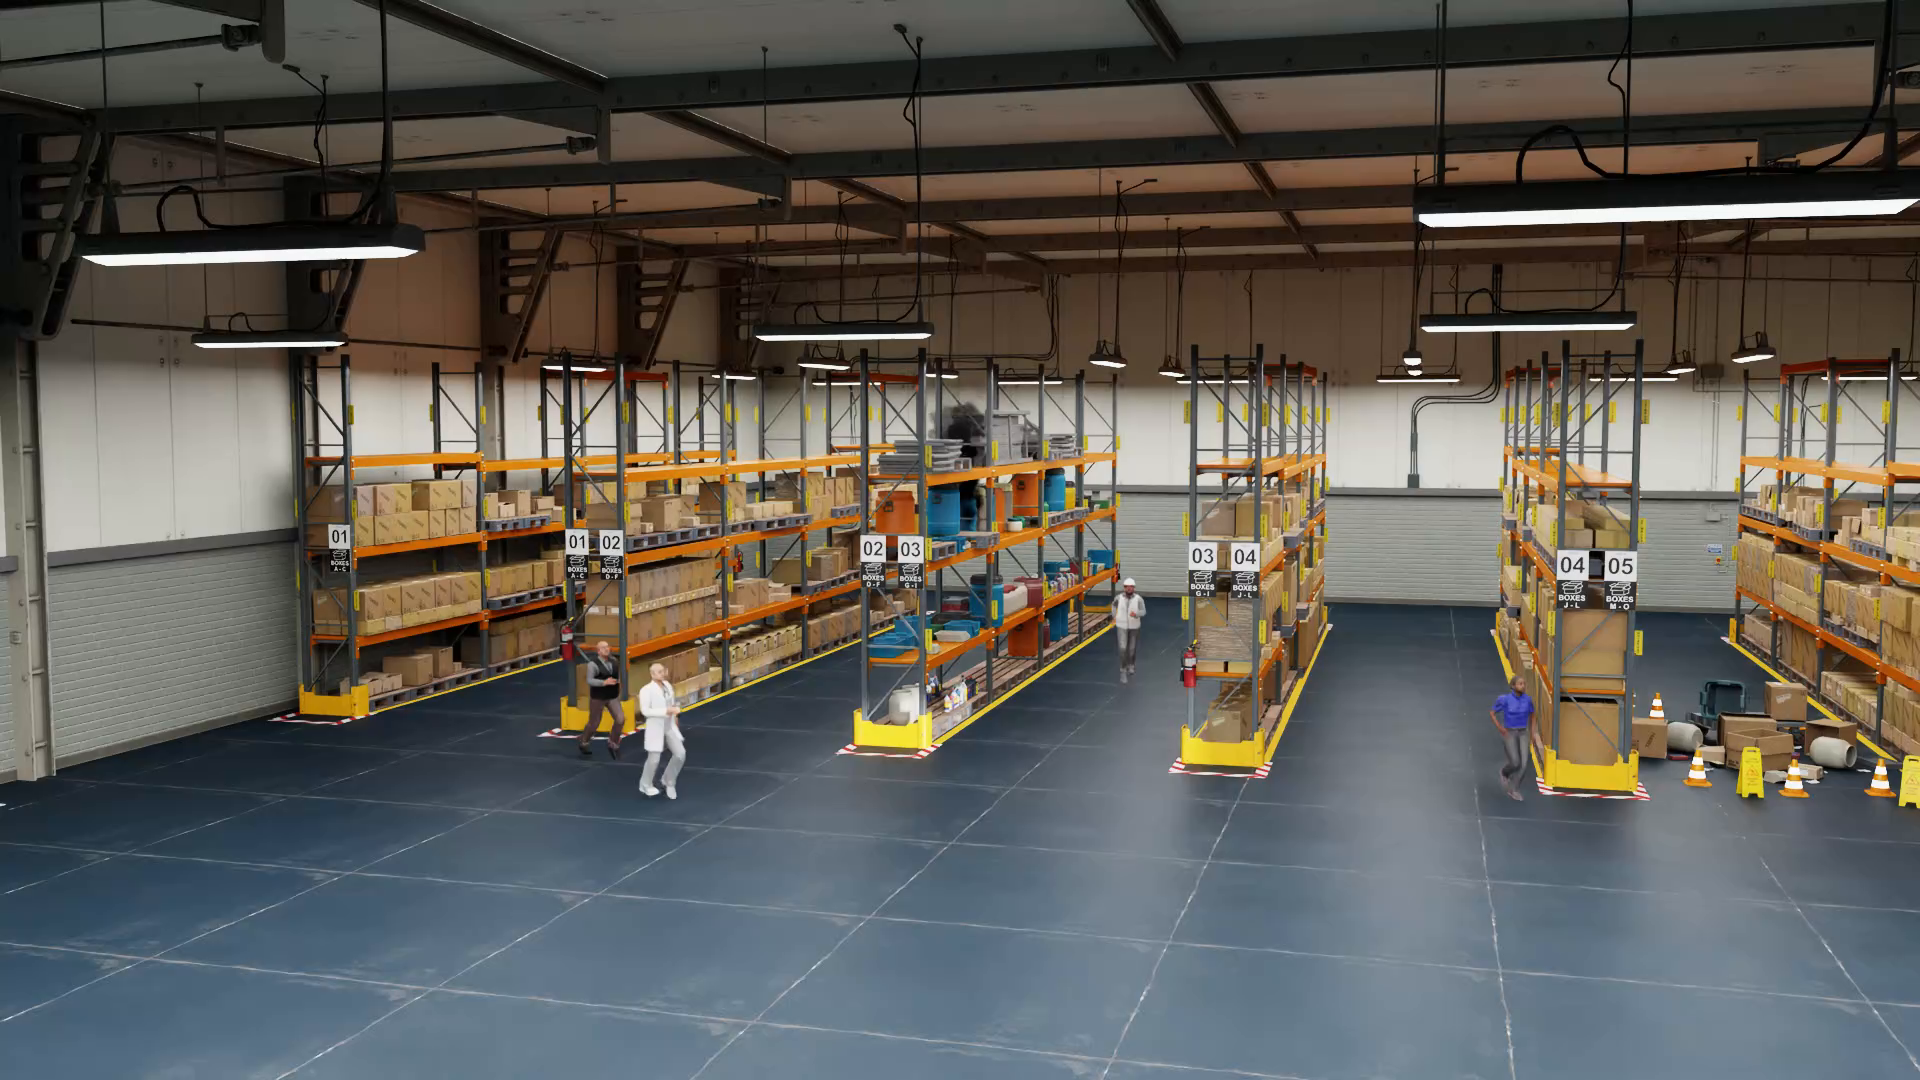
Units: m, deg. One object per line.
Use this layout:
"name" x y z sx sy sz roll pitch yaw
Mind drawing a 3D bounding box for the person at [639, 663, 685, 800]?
"person" -3.884 2.501 21.628 0.782 1.807 0.674 4 6 41

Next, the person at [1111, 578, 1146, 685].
"person" 3.016 1.625 29.780 0.621 1.894 0.805 0 4 4

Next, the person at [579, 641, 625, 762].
"person" -5.179 2.336 24.182 0.662 1.762 0.888 -4 6 -43

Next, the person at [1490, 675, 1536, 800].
"person" 7.268 2.578 21.743 0.607 1.623 0.506 0 4 -6
